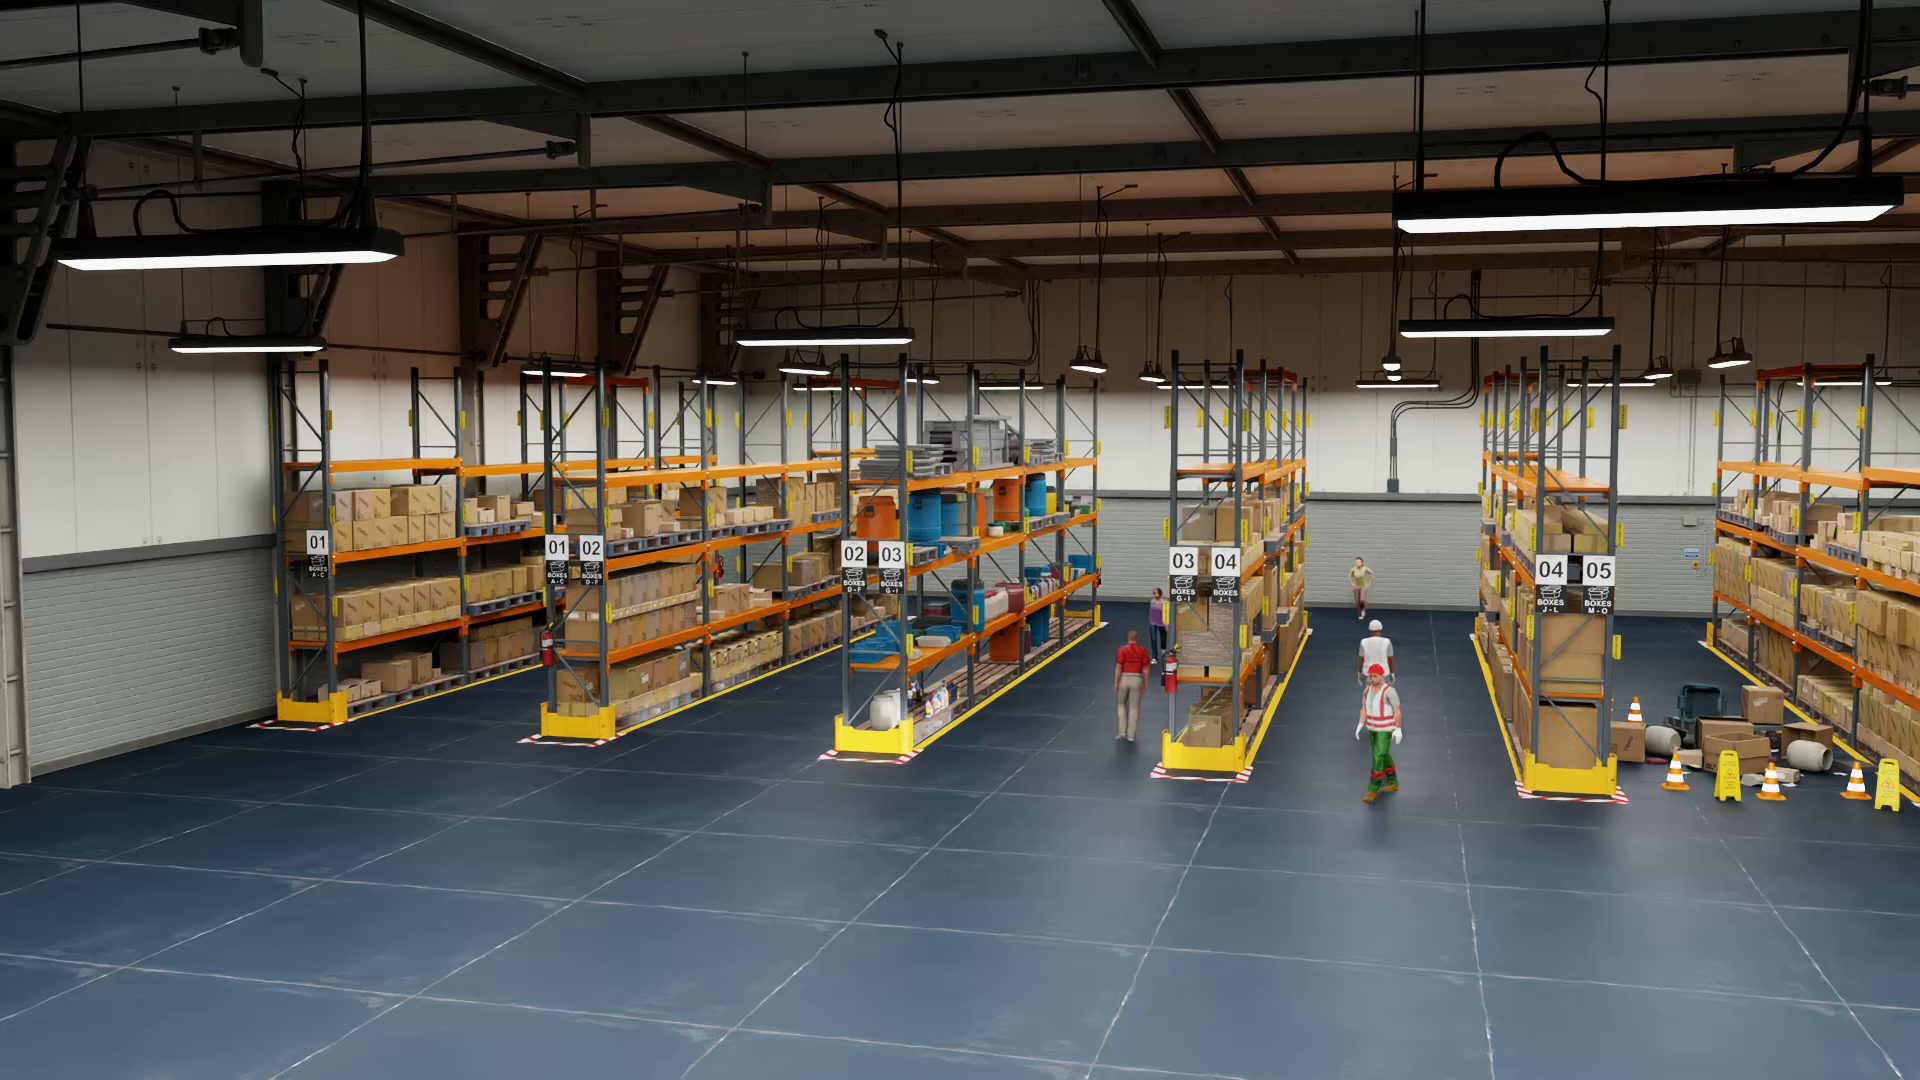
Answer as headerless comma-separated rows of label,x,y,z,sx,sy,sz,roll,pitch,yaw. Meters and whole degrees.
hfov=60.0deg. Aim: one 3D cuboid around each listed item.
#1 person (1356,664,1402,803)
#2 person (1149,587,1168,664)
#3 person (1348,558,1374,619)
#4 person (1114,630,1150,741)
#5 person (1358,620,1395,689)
person,5.538,2.524,22.066,0.857,1.768,0.552,-2,5,-29
person,4.119,1.741,34.303,0.418,1.563,0.768,1,4,13
person,10.092,1.212,41.805,0.618,1.578,0.679,2,4,23
person,2.687,2.307,26.001,0.545,1.784,0.599,1,4,7
person,6.712,2.187,26.826,0.586,1.785,0.521,1,4,17
